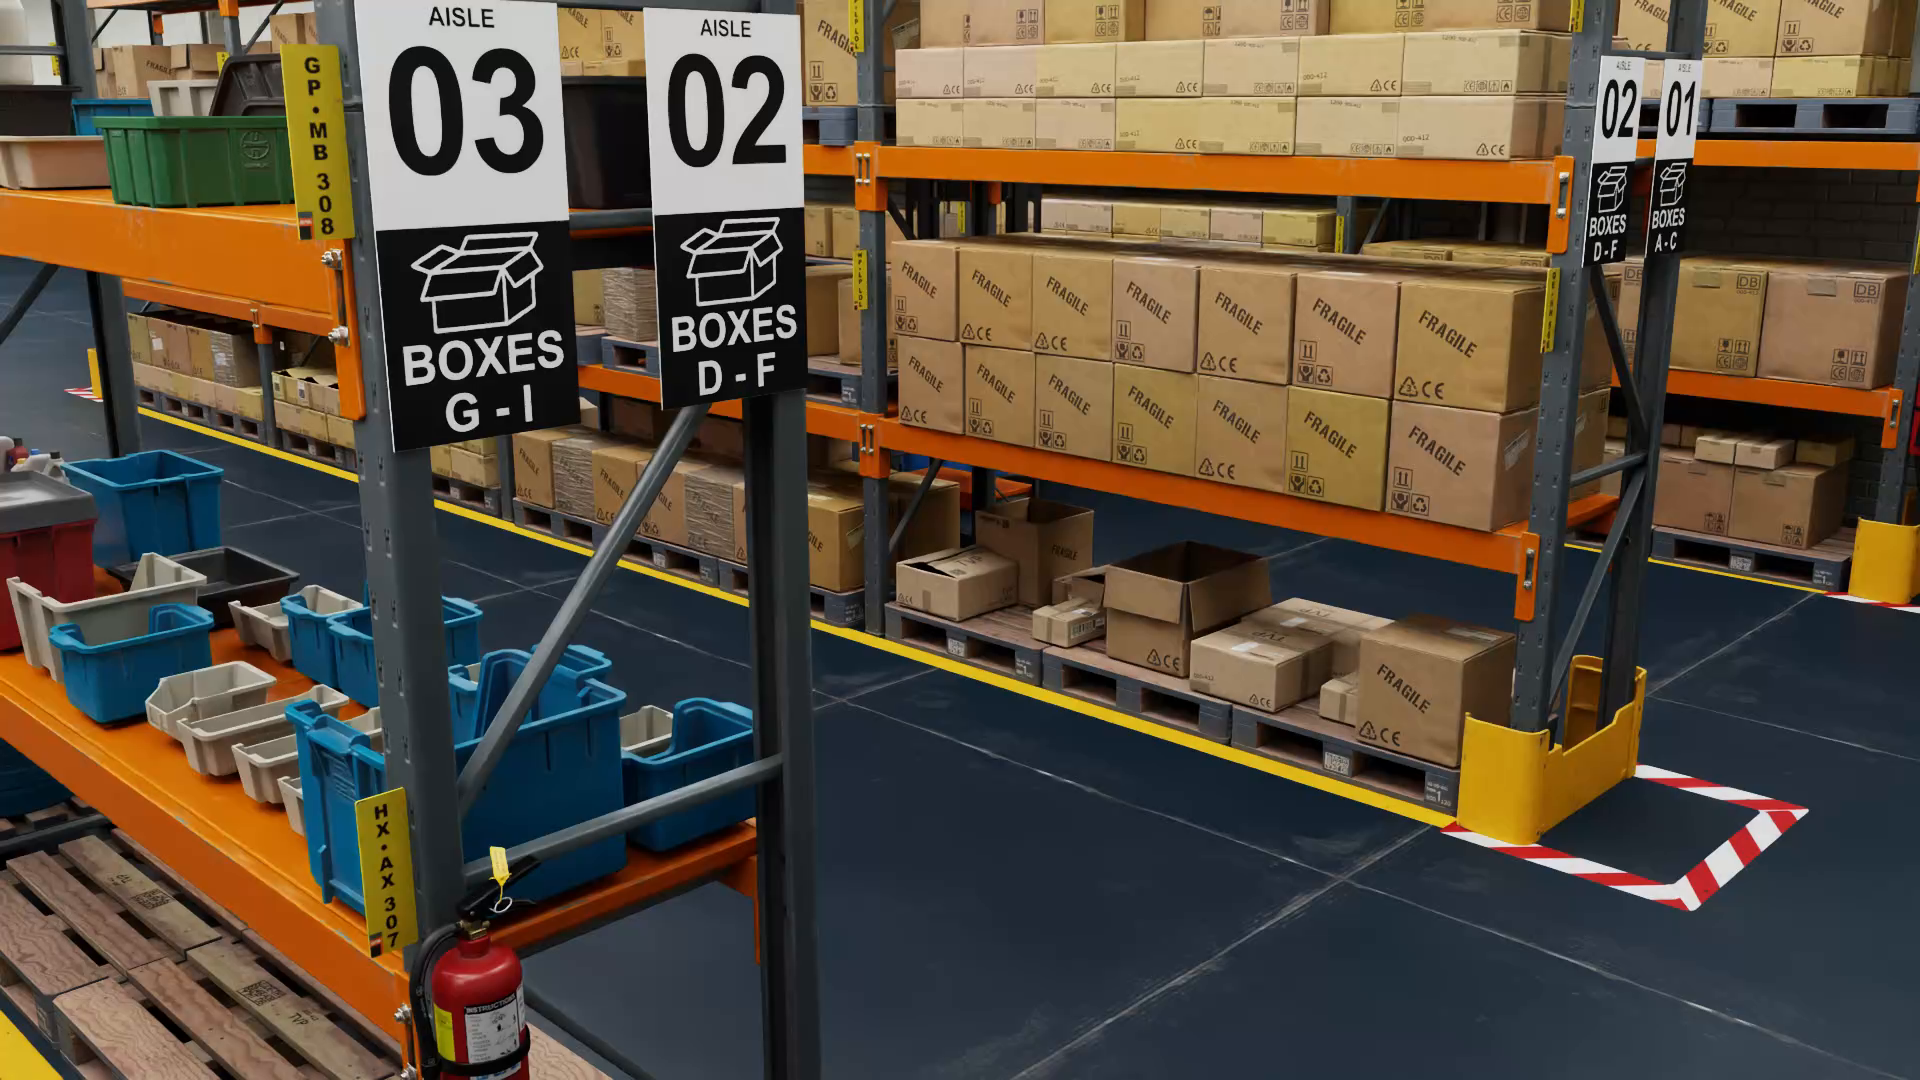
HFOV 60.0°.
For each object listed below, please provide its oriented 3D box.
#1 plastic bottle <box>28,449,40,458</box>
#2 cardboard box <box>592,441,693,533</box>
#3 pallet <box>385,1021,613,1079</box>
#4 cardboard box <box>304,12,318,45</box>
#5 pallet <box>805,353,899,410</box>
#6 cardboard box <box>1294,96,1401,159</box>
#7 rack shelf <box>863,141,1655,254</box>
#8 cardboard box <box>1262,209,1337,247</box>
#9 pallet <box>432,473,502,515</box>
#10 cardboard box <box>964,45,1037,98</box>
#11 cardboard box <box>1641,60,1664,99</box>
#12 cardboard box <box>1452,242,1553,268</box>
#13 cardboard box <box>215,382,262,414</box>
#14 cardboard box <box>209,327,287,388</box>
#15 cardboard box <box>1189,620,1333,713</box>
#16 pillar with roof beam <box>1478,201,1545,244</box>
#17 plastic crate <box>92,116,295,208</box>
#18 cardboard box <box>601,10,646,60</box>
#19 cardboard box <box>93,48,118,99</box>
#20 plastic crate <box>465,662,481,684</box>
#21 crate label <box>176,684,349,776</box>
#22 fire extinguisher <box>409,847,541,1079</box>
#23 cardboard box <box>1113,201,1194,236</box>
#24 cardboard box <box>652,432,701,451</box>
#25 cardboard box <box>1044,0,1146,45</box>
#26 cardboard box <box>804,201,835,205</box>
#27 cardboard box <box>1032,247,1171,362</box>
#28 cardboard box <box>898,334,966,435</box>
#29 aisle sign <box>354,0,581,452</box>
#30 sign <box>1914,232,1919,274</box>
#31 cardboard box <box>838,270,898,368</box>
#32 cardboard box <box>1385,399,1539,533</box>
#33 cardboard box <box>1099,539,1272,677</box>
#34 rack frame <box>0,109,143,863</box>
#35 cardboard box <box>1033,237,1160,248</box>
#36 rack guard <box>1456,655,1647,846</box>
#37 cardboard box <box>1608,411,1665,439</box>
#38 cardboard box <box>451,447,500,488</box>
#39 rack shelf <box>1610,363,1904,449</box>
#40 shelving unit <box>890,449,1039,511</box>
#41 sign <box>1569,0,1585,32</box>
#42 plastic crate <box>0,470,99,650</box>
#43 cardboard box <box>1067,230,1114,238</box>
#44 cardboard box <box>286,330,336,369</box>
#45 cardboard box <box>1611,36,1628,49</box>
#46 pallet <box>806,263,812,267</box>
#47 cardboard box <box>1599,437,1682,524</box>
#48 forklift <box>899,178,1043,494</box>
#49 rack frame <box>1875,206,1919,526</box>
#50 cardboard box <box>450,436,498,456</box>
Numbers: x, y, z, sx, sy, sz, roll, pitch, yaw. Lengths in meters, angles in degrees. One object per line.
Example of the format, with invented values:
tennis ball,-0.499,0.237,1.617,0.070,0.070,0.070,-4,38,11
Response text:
plastic bottle,-4.008,-0.260,7.236,0.097,0.271,0.097,0,15,0
cardboard box,-2.182,-0.374,11.502,0.500,0.500,0.500,13,20,41
pallet,-1.298,1.815,4.547,1.213,0.211,1.003,14,20,42
cardboard box,-5.087,-4.116,13.807,0.500,0.500,0.500,-12,19,-39
pallet,-0.670,-1.048,10.386,1.213,0.211,1.003,14,20,42
cardboard box,1.804,-1.792,7.208,0.500,0.250,0.500,14,20,42
rack shelf,1.270,-1.735,8.118,4.000,0.370,1.077,14,20,42
cardboard box,2.752,-2.481,13.191,0.500,0.250,0.500,-14,20,-43
pallet,-3.615,-0.483,13.367,1.213,0.211,1.003,14,20,42
cardboard box,0.369,-2.385,8.492,0.500,0.250,0.500,14,20,42
cardboard box,4.680,-3.073,11.093,0.500,0.250,0.500,13,19,41
cardboard box,4.166,-1.800,12.295,0.700,0.700,0.980,13,19,41
cardboard box,-6.768,-1.385,15.918,0.500,0.250,0.500,14,20,42
cardboard box,-6.767,-1.748,15.825,0.500,0.500,0.500,14,20,42
cardboard box,1.484,0.614,8.206,0.500,0.250,0.500,14,20,42
pillar with roof beam,1.382,-4.037,9.579,0.400,9.000,9.100,14,20,42
plastic crate,-1.640,-0.853,3.726,0.336,0.188,0.450,14,20,42
cardboard box,-2.006,-3.409,10.936,0.500,0.500,0.500,14,20,42
cardboard box,-8.398,-4.753,16.958,0.797,0.503,0.637,-13,19,-40
plastic crate,-1.342,0.423,4.764,0.298,0.136,0.250,14,20,42
crate label,-1.860,0.508,4.436,0.243,0.136,0.396,14,20,42
fire extinguisher,-0.938,0.944,3.253,0.183,0.674,0.296,14,20,42
cardboard box,1.656,-2.751,14.225,0.500,0.250,0.500,13,20,41
cardboard box,-1.841,-0.473,11.883,0.500,0.500,0.500,13,19,40
cardboard box,0.832,-2.687,8.166,0.500,0.500,0.700,14,20,42
cardboard box,-1.753,-3.348,17.762,0.700,0.500,0.500,-12,19,-39
cardboard box,0.715,-1.200,8.406,0.500,0.500,0.500,13,19,41
cardboard box,0.008,-0.891,9.204,0.500,0.500,0.500,-14,20,-43
aisle sign,-0.883,-0.575,3.034,0.004,0.787,0.394,14,20,42
sign,5.758,-1.760,9.971,0.005,0.325,0.100,14,20,42
cardboard box,-0.356,-1.356,10.157,0.500,0.500,0.700,7,16,24
cardboard box,2.198,-0.359,7.161,0.500,0.500,0.500,-14,20,-42
cardboard box,1.186,0.342,8.750,0.637,0.503,0.797,14,20,42
rack frame,-3.611,-0.083,6.301,0.127,3.000,1.000,14,20,42
cardboard box,0.744,-1.383,9.109,0.500,0.500,0.500,13,20,41
rack guard,2.655,0.915,7.429,0.348,0.500,1.175,14,20,42
cardboard box,4.887,-0.829,12.002,0.250,0.149,0.380,14,20,43
cardboard box,-3.598,-0.602,12.913,0.500,0.250,0.500,-14,20,-43
rack shelf,4.705,-1.183,11.950,4.000,0.370,1.077,14,20,42
shelving unit,0.005,-0.543,11.786,1.048,1.125,0.538,14,20,42
sign,2.310,-2.064,6.199,0.005,0.325,0.100,14,20,42
plastic crate,-3.142,0.059,5.511,0.583,0.464,0.402,14,20,42
cardboard box,1.285,-2.471,14.640,0.500,0.500,0.500,14,20,42
cardboard box,-6.046,-1.755,15.851,0.500,0.500,0.500,14,20,42
cardboard box,2.520,-2.039,7.166,0.500,0.250,0.500,14,20,42
pallet,-2.044,-3.028,17.985,1.213,0.211,1.003,14,20,42
cardboard box,4.849,-0.454,11.852,0.500,0.500,0.700,13,19,40
forklift,0.115,-1.974,13.697,1.130,2.935,3.031,0,15,2
rack frame,6.145,-1.181,10.516,0.127,3.000,1.000,14,20,42
cardboard box,-3.598,-0.872,12.839,0.500,0.311,0.500,-14,20,-43
